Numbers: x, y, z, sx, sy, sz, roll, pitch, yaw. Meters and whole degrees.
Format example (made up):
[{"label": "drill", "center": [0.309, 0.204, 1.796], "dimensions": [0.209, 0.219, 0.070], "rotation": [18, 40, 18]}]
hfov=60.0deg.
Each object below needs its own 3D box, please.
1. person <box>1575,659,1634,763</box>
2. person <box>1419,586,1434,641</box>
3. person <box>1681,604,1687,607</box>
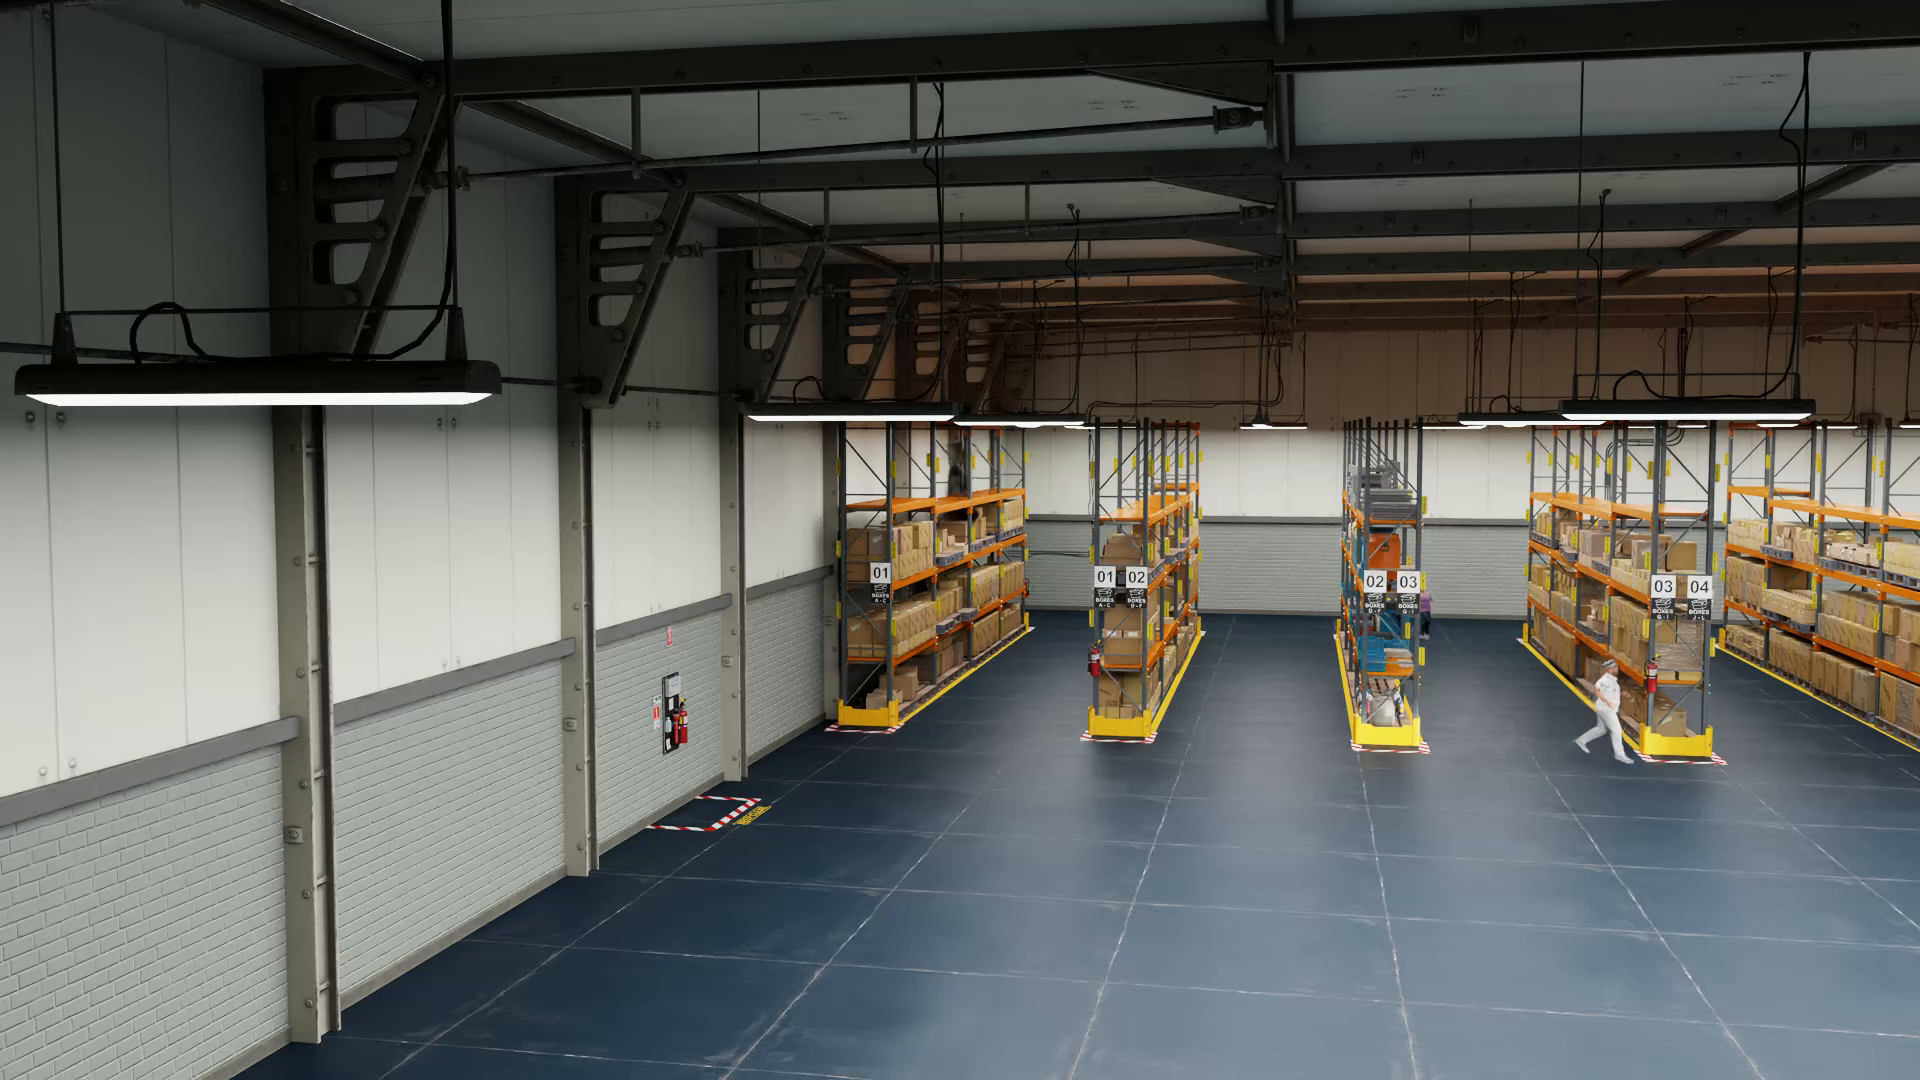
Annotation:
[{"label": "person", "center": [11.231, 2.956, 28.957], "dimensions": [0.984, 1.805, 0.678], "rotation": [2, 4, 23]}, {"label": "person", "center": [12.755, 1.970, 45.789], "dimensions": [0.601, 1.582, 0.651], "rotation": [-1, 4, -21]}, {"label": "person", "center": [18.733, 2.110, 43.063], "dimensions": [0.616, 1.657, 0.550], "rotation": [1, 4, 11]}]
